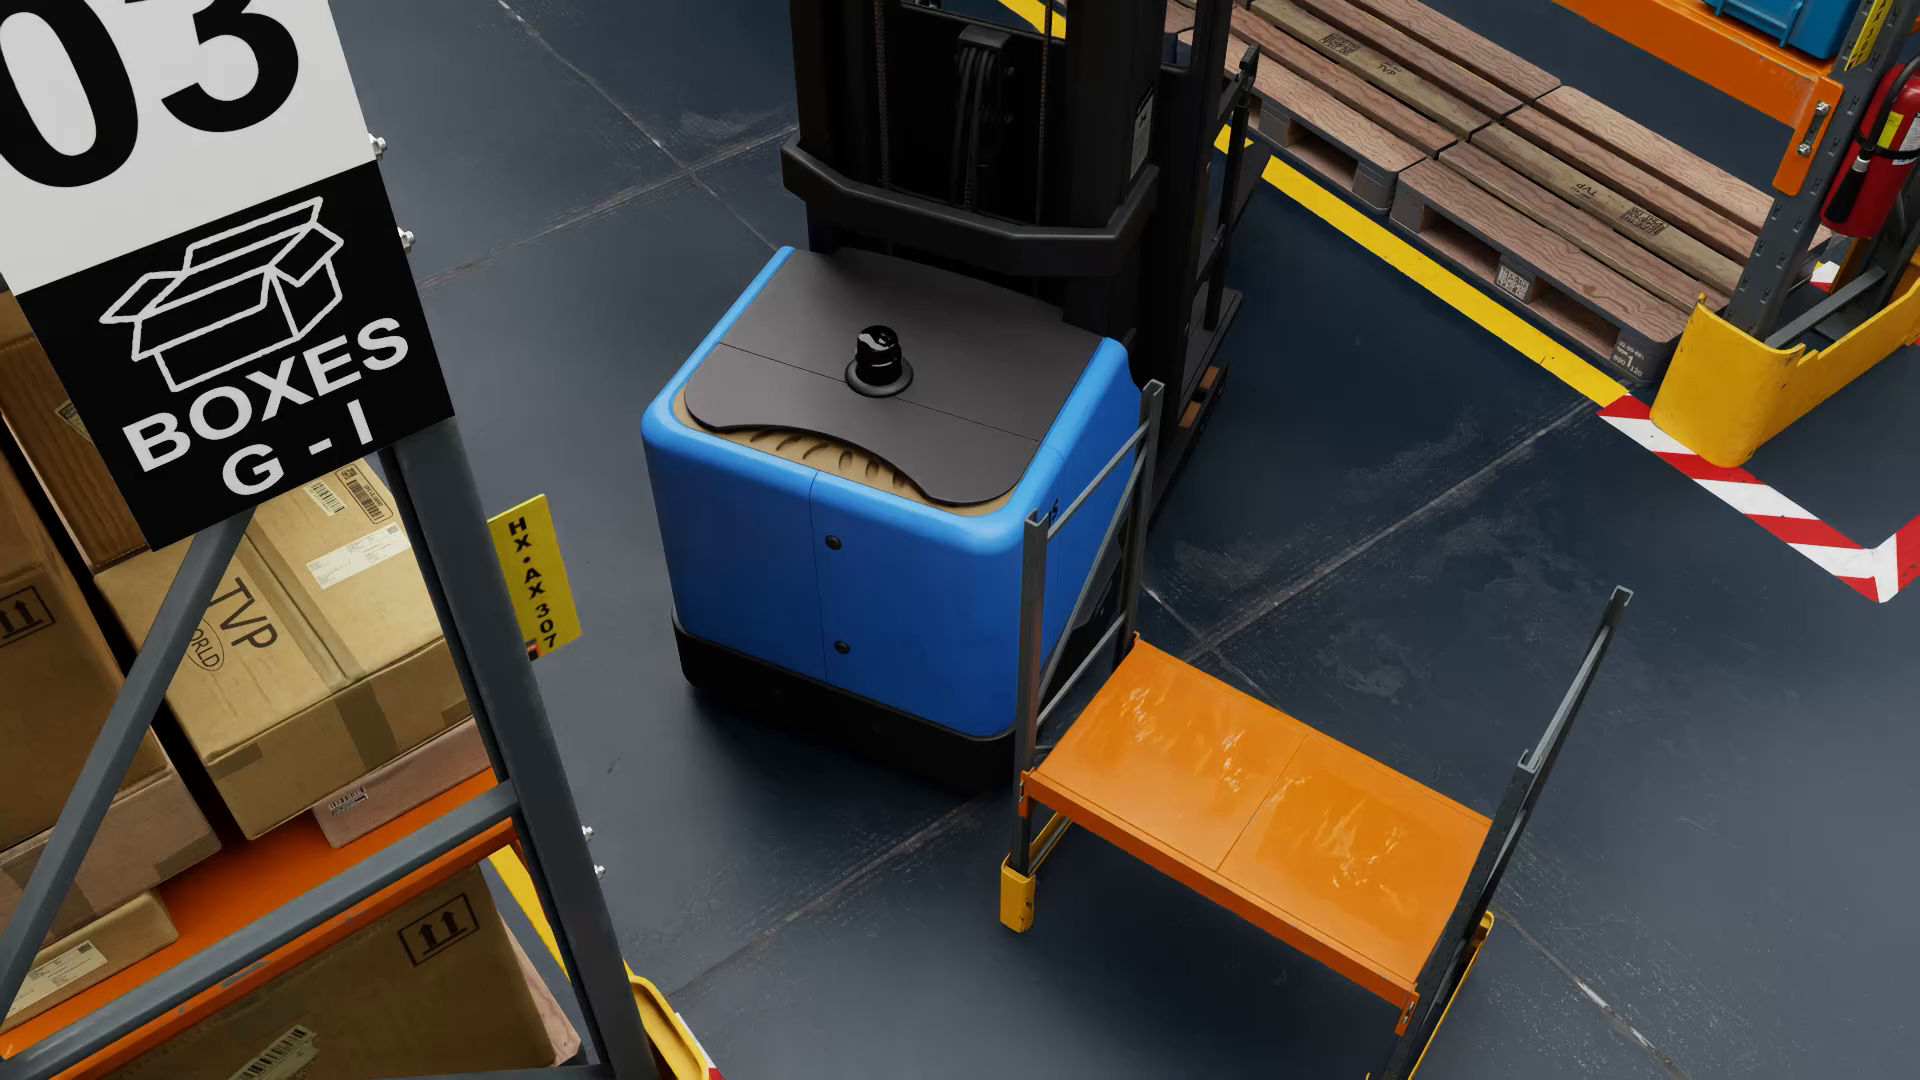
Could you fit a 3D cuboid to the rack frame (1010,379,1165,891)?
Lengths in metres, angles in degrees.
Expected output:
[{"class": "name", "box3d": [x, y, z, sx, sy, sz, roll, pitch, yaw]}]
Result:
[{"class": "rack frame", "box3d": [0.280, 0.319, 3.948, 0.032, 1.500, 0.500, 27, 53, 22]}]

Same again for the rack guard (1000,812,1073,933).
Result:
[{"class": "rack guard", "box3d": [0.296, 0.747, 4.404, 0.087, 0.250, 0.587, 27, 53, 22]}]

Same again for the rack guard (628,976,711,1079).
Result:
[{"class": "rack guard", "box3d": [-1.077, 1.481, 3.570, 1.175, 0.500, 0.348, -29, 54, -24]}]

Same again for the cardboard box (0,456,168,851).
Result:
[{"class": "cardboard box", "box3d": [-1.596, 0.156, 2.478, 0.500, 0.500, 0.500, -29, 54, -24]}]

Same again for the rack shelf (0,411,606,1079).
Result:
[{"class": "rack shelf", "box3d": [-2.303, -0.311, 3.993, 1.077, 0.370, 4.000, -29, 54, -24]}]

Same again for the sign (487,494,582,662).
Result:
[{"class": "sign", "box3d": [-0.647, 0.064, 2.529, 0.100, 0.325, 0.005, -29, 54, -24]}]

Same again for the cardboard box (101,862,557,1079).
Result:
[{"class": "cardboard box", "box3d": [-1.543, 0.858, 3.598, 0.875, 0.875, 0.875, -29, 54, -24]}]

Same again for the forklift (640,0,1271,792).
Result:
[{"class": "forklift", "box3d": [0.254, -1.407, 4.547, 1.130, 2.935, 3.031, 18, 50, 16]}]

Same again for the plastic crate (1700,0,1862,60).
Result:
[{"class": "plastic crate", "box3d": [2.498, -1.741, 4.739, 0.616, 0.435, 0.499, -29, 54, -24]}]

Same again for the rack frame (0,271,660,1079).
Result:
[{"class": "rack frame", "box3d": [-1.095, 0.628, 2.656, 0.949, 2.616, 0.053, -29, 54, -24]}]

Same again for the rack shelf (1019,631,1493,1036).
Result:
[{"class": "rack shelf", "box3d": [0.698, 0.654, 3.887, 1.000, 0.185, 0.538, 27, 53, 22]}]

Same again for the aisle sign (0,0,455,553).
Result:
[{"class": "aisle sign", "box3d": [-0.810, -0.338, 1.777, 0.394, 0.787, 0.004, -29, 54, -24]}]

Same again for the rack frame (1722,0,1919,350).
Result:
[{"class": "rack frame", "box3d": [2.850, -1.595, 4.671, 1.000, 3.000, 0.127, -29, 54, -24]}]

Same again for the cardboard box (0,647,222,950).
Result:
[{"class": "cardboard box", "box3d": [-1.597, 0.411, 2.754, 0.500, 0.250, 0.500, -30, 55, -25]}]

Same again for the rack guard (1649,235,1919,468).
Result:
[{"class": "rack guard", "box3d": [2.875, -0.747, 5.590, 1.175, 0.500, 0.348, -29, 54, -24]}]

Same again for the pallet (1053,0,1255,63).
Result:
[{"class": "pallet", "box3d": [0.904, -2.601, 7.465, 1.003, 0.211, 1.213, -29, 54, -24]}]

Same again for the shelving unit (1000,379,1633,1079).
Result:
[{"class": "shelving unit", "box3d": [0.706, 0.537, 3.751, 1.083, 1.500, 0.587, 27, 53, 22]}]

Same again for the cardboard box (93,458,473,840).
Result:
[{"class": "cardboard box", "box3d": [-1.168, 0.173, 2.969, 0.500, 0.250, 0.500, -31, 55, -25]}]

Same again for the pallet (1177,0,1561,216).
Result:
[{"class": "pallet", "box3d": [1.647, -1.881, 6.813, 1.003, 0.211, 1.213, -29, 54, -24]}]

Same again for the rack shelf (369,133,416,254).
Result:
[{"class": "rack shelf", "box3d": [-2.303, -1.318, 2.881, 1.077, 0.370, 4.000, -29, 54, -24]}]

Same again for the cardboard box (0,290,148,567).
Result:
[{"class": "cardboard box", "box3d": [-1.470, -0.373, 2.958, 0.500, 0.500, 0.500, -31, 55, -25]}]

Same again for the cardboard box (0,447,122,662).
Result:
[{"class": "cardboard box", "box3d": [-1.903, 0.111, 3.025, 0.500, 0.250, 0.500, -30, 55, -25]}]

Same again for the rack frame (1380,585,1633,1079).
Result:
[{"class": "rack frame", "box3d": [1.117, 0.747, 3.560, 0.032, 1.500, 0.500, 27, 53, 22]}]

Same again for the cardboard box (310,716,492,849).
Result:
[{"class": "cardboard box", "box3d": [-1.044, 0.354, 3.074, 0.380, 0.149, 0.250, -29, 54, -24]}]

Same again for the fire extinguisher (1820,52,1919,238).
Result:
[{"class": "fire extinguisher", "box3d": [2.580, -1.151, 4.573, 0.296, 0.674, 0.183, -29, 54, -24]}]

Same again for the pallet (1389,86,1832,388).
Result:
[{"class": "pallet", "box3d": [2.381, -1.162, 6.161, 1.003, 0.211, 1.213, -29, 54, -24]}]

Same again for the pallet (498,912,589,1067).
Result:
[{"class": "pallet", "box3d": [-1.638, 1.127, 4.086, 1.003, 0.211, 1.213, -29, 54, -24]}]

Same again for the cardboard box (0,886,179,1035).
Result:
[{"class": "cardboard box", "box3d": [-1.570, 0.649, 2.807, 0.380, 0.149, 0.250, -28, 54, -23]}]

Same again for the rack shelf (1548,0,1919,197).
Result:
[{"class": "rack shelf", "box3d": [1.639, -2.533, 6.007, 1.077, 0.370, 4.000, -29, 54, -24]}]

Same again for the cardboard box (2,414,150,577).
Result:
[{"class": "cardboard box", "box3d": [-1.488, -0.130, 3.244, 0.500, 0.250, 0.500, -30, 54, -24]}]

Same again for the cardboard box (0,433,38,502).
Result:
[{"class": "cardboard box", "box3d": [-2.212, -0.189, 3.297, 0.500, 0.250, 0.500, -31, 55, -25]}]

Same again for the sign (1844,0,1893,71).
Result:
[{"class": "sign", "box3d": [2.422, -1.393, 4.378, 0.100, 0.325, 0.005, -29, 54, -24]}]

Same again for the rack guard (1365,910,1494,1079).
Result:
[{"class": "rack guard", "box3d": [1.116, 1.167, 4.024, 0.087, 0.250, 0.587, 27, 53, 22]}]
